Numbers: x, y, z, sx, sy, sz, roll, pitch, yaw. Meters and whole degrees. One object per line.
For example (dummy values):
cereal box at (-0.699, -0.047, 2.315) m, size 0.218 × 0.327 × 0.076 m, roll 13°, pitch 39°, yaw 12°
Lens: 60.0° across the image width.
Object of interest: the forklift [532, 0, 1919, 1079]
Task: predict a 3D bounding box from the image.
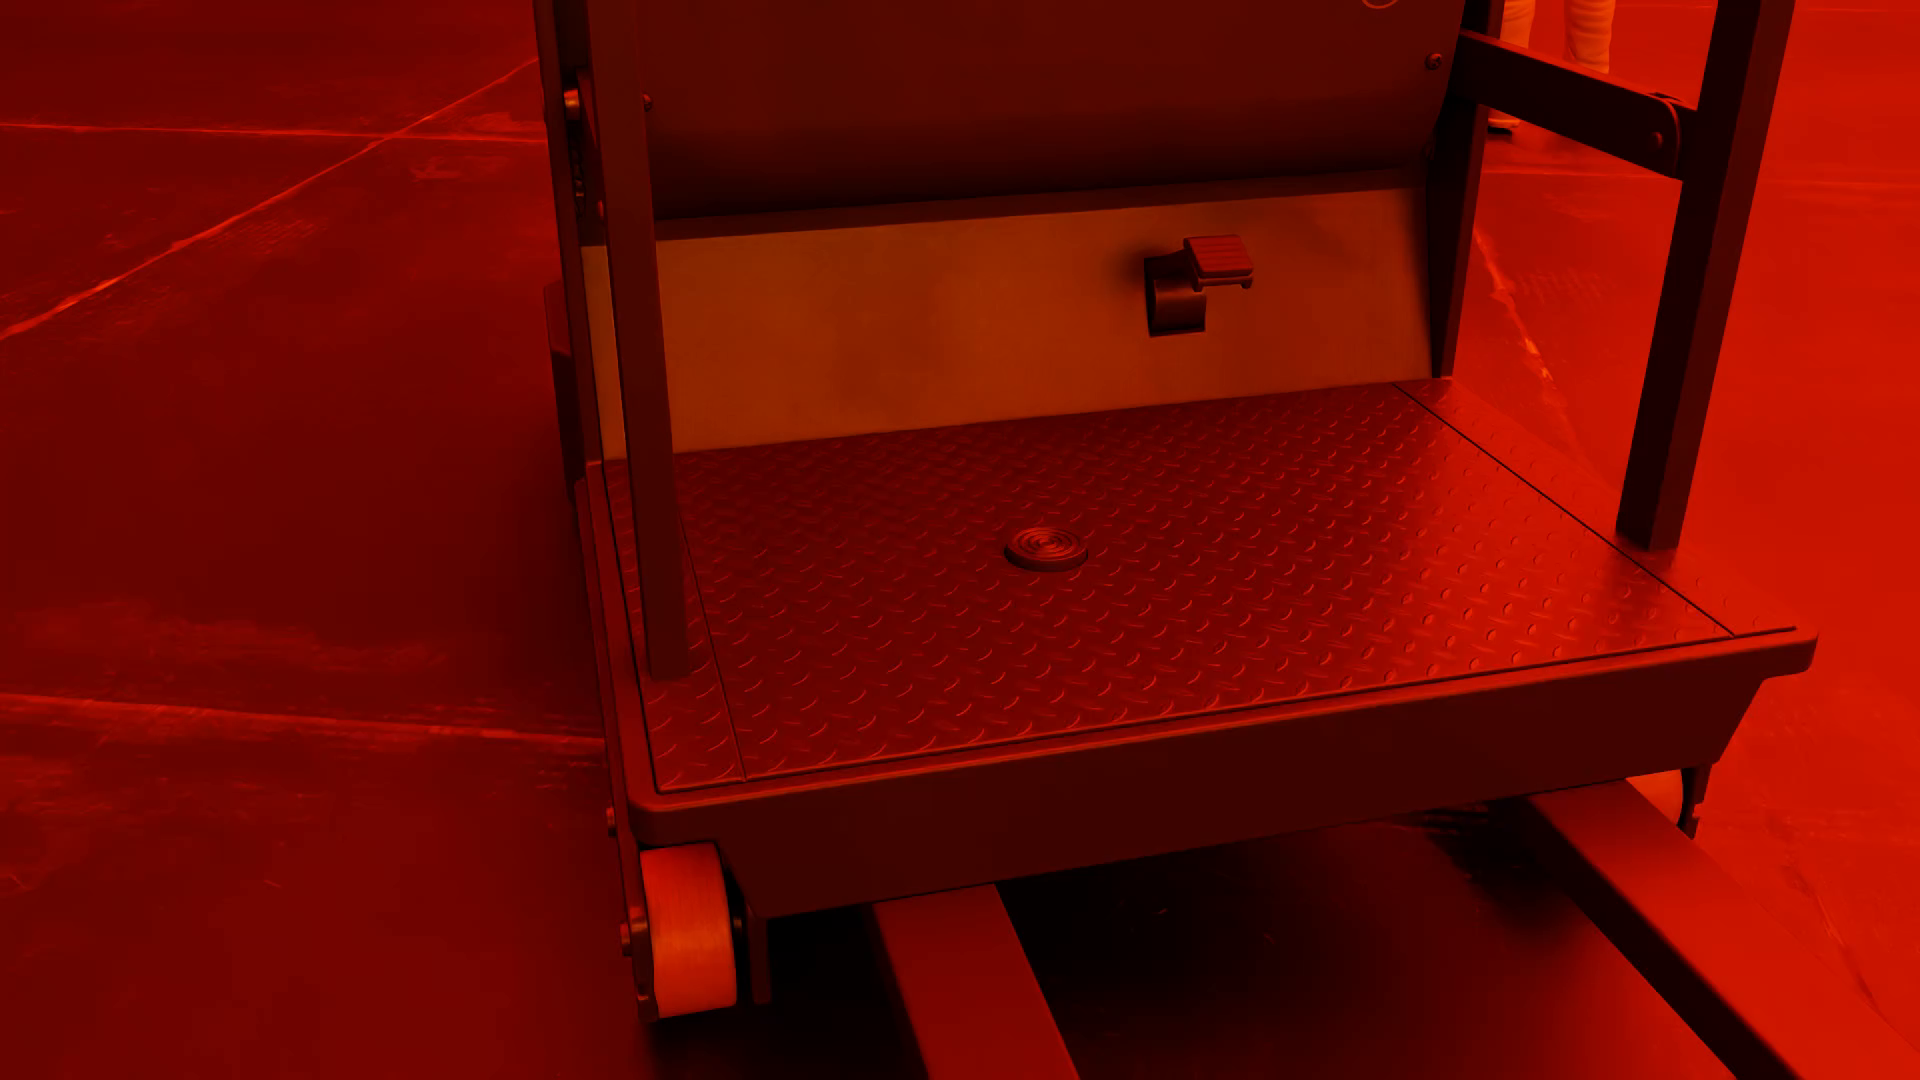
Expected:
forklift at (0.153, -1.049, 1.319) m, size 1.130 × 2.935 × 3.031 m, roll -7°, pitch 27°, yaw -13°

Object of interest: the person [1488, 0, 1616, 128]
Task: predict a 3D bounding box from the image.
person at (1.663, -2.001, 4.627) m, size 0.598 × 1.670 × 0.529 m, roll 3°, pitch 27°, yaw 7°
